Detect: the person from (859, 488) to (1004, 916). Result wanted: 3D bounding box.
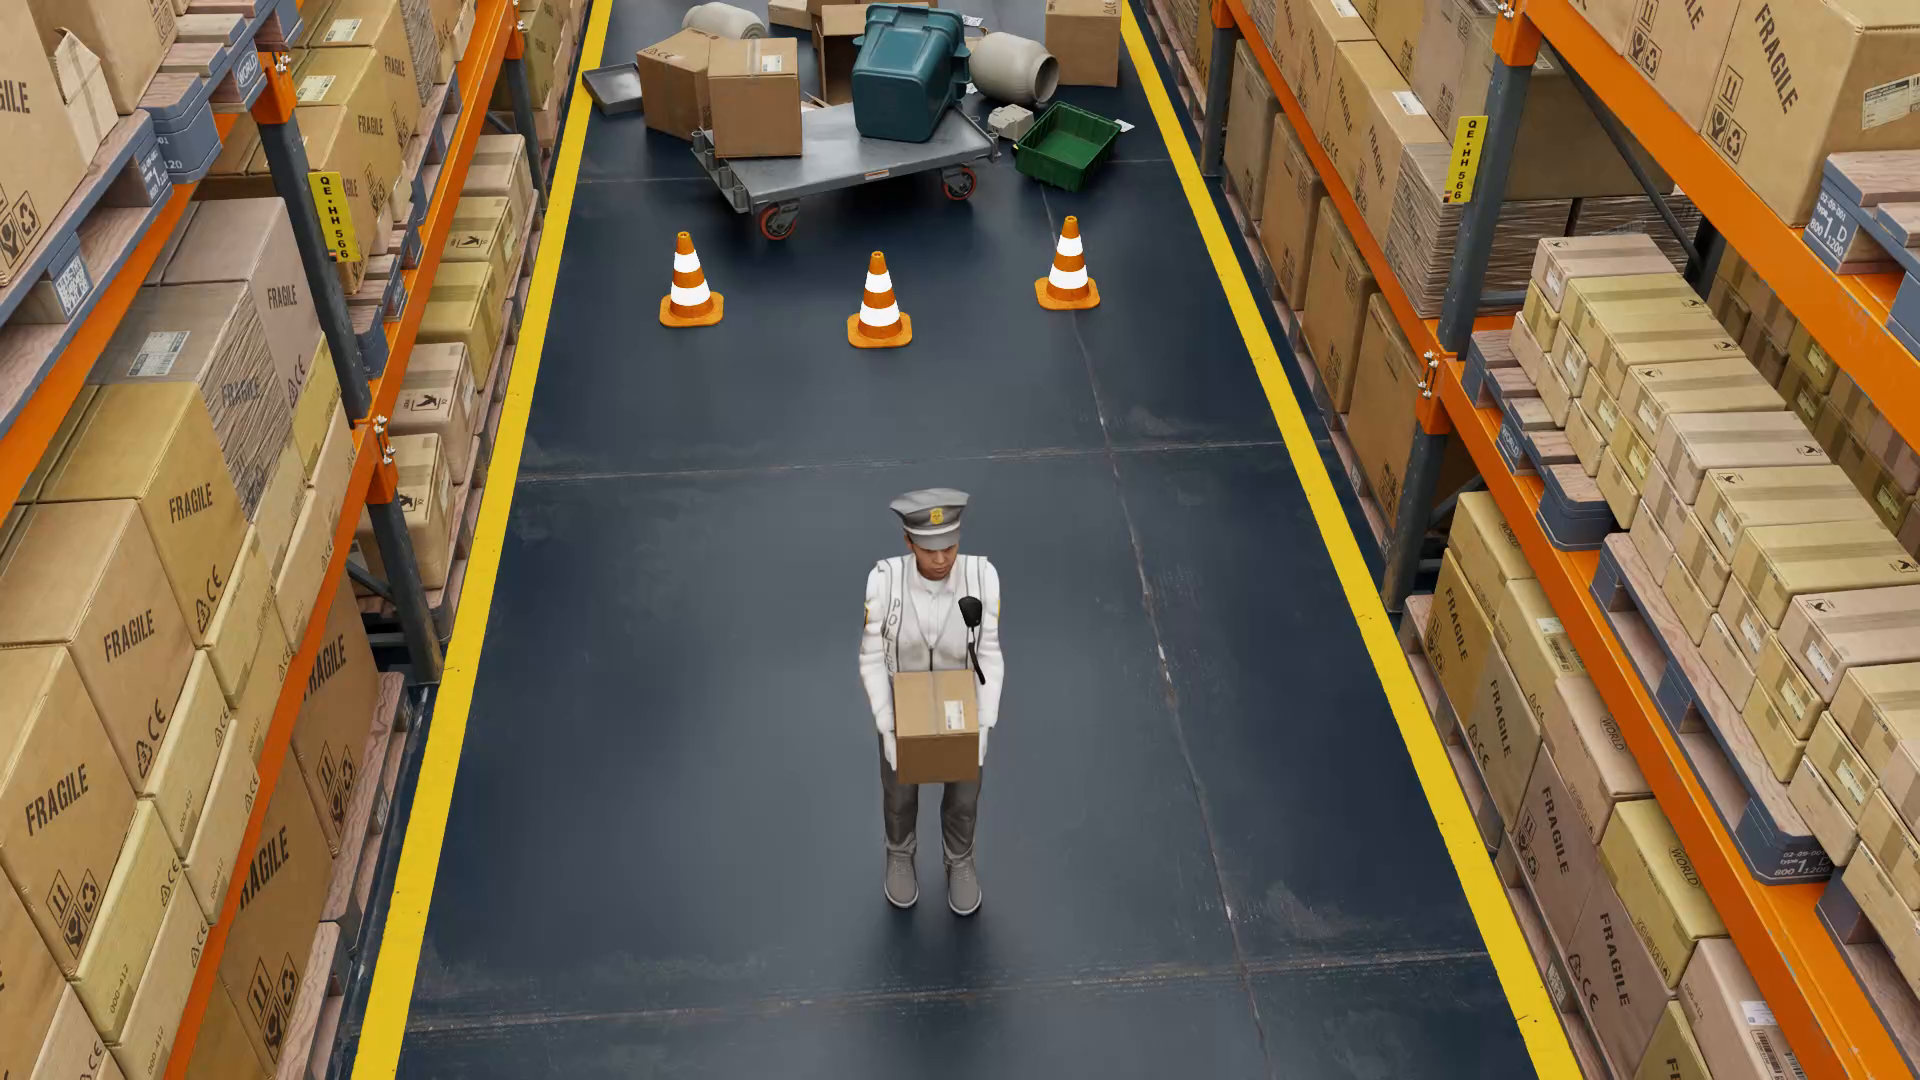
[{"bbox_3d":[-0.090,0.584,5.425,0.460,1.689,0.540,-3,39,-3],"label":"person"}]
